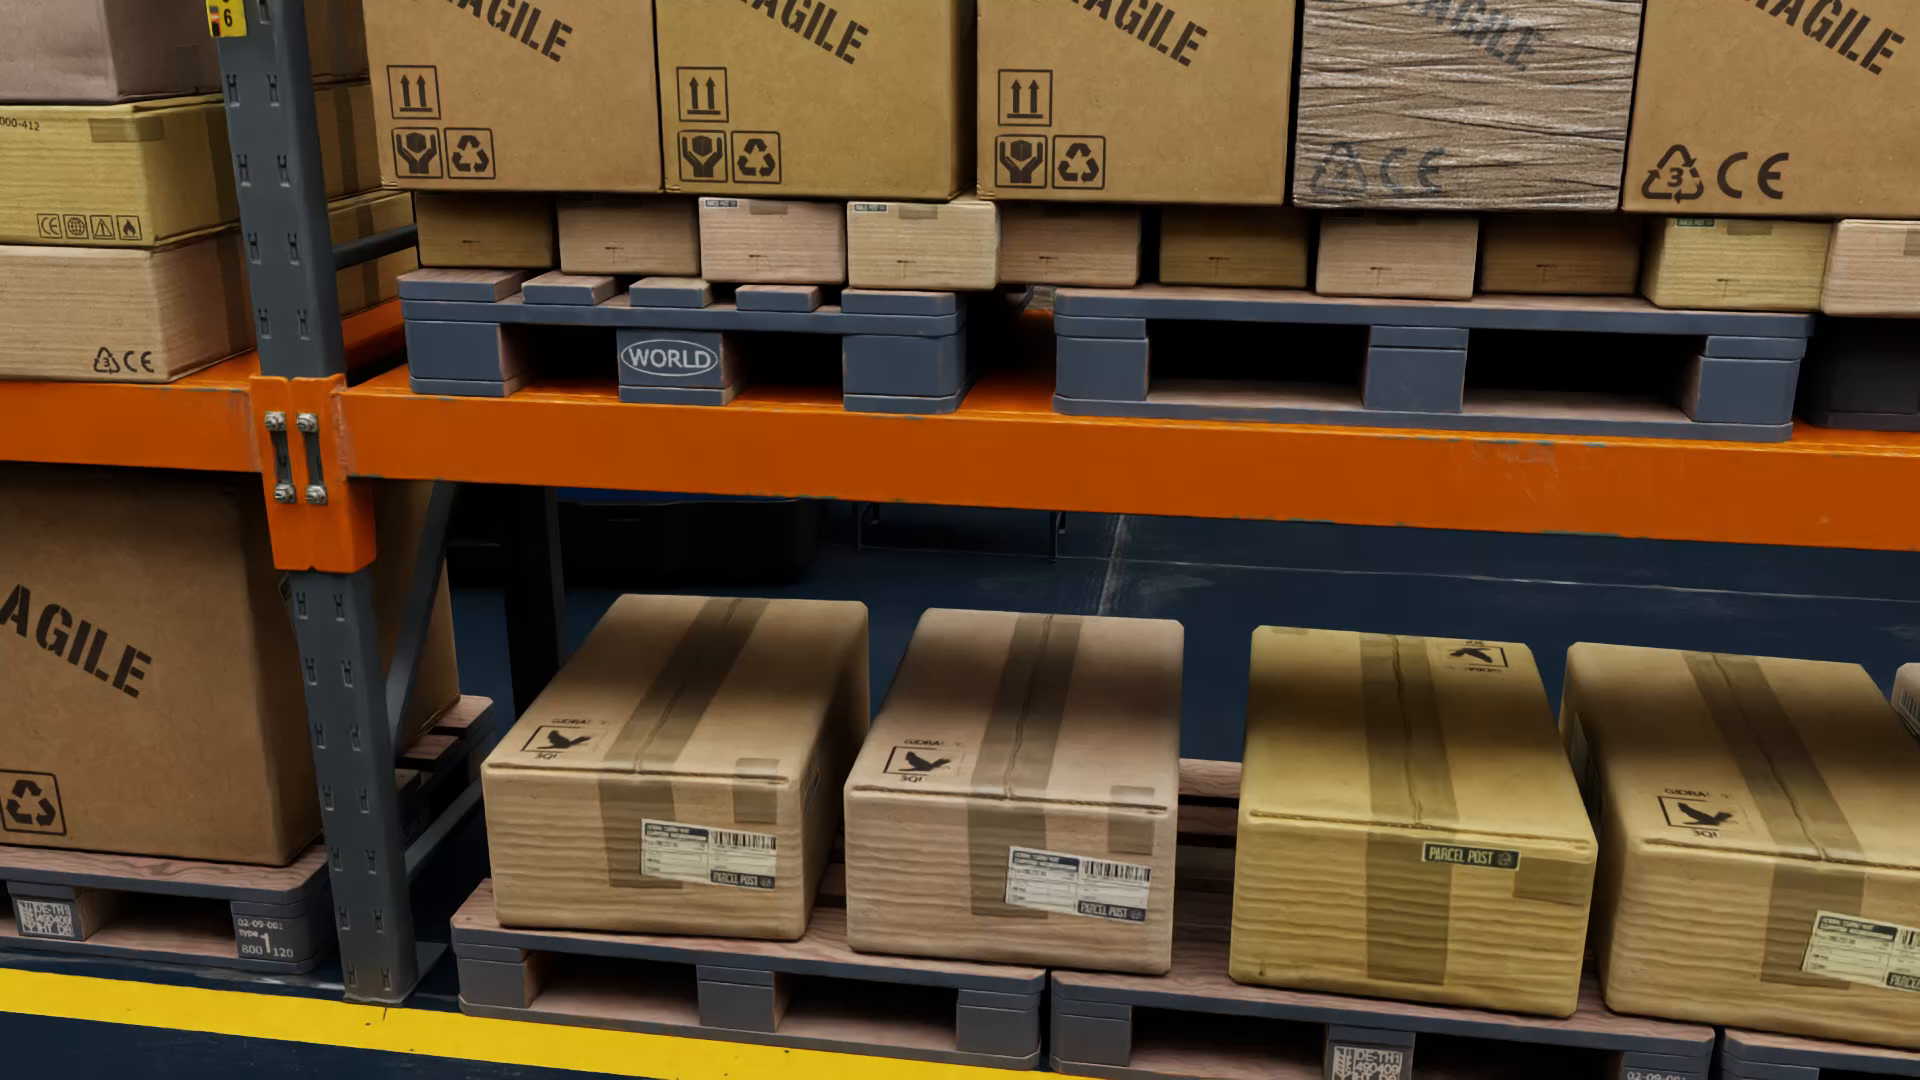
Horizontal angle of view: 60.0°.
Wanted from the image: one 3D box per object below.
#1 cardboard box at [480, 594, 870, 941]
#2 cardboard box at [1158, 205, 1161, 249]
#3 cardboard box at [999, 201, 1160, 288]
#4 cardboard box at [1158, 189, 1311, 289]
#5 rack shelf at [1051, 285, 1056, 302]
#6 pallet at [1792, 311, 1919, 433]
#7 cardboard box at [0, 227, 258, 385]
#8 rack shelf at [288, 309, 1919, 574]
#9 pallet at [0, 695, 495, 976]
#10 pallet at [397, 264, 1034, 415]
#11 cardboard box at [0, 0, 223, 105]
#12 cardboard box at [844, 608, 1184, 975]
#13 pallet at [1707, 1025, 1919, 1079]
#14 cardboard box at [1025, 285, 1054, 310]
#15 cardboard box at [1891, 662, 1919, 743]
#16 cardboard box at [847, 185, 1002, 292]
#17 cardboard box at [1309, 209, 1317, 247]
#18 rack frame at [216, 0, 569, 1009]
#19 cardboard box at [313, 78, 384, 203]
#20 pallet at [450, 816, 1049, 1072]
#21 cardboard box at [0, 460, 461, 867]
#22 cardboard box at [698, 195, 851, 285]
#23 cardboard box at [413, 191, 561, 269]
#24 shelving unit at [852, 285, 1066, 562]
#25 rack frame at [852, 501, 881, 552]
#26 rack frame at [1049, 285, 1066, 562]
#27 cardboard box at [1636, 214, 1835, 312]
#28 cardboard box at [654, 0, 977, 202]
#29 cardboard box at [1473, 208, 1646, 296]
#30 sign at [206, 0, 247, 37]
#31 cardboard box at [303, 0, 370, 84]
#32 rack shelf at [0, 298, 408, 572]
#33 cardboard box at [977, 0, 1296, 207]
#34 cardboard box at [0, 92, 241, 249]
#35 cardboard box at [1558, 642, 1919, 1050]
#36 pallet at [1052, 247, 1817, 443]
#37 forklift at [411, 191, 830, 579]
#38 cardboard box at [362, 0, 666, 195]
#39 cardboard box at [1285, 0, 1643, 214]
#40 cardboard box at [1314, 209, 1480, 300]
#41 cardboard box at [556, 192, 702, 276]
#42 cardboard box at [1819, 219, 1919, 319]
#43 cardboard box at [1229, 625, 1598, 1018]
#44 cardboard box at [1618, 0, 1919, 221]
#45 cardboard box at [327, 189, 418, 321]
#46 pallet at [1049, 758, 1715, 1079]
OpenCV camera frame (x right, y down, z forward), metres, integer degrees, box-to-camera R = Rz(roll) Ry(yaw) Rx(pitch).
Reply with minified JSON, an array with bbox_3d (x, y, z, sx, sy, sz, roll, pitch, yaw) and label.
[{"bbox_3d":[-0.576,0.461,3.678,0.625,0.372,0.950,2,19,5],"label":"cardboard box"},{"bbox_3d":[0.510,-0.689,3.368,0.250,0.149,0.380,3,19,9],"label":"cardboard box"},{"bbox_3d":[0.215,-0.562,2.990,0.250,0.149,0.380,4,19,12],"label":"cardboard box"},{"bbox_3d":[0.500,-0.560,2.984,0.250,0.149,0.380,4,19,11],"label":"cardboard box"},{"bbox_3d":[0.007,-1.081,5.940,0.720,0.370,0.431,3,19,9],"label":"rack shelf"},{"bbox_3d":[2.086,-0.409,3.102,1.213,0.211,1.003,3,19,9],"label":"pallet"},{"bbox_3d":[-1.673,-0.491,3.279,0.500,0.250,0.500,2,19,7],"label":"cardboard box"},{"bbox_3d":[0.843,-0.176,3.235,4.000,0.370,1.077,3,19,9],"label":"rack shelf"},{"bbox_3d":[-1.899,0.641,4.054,1.213,0.211,1.003,3,19,9],"label":"pallet"},{"bbox_3d":[-0.412,-0.524,3.445,1.003,0.211,1.213,3,19,9],"label":"pallet"},{"bbox_3d":[-1.684,-1.083,3.080,0.500,0.500,0.500,2,19,7],"label":"cardboard box"},{"bbox_3d":[0.154,0.495,3.575,0.625,0.372,0.950,3,19,8],"label":"cardboard box"},{"bbox_3d":[2.048,0.867,3.379,1.213,0.211,1.003,3,19,9],"label":"pallet"},{"bbox_3d":[0.265,-1.210,8.274,0.625,0.625,0.875,4,19,10],"label":"cardboard box"},{"bbox_3d":[2.299,0.605,3.247,0.625,0.372,0.950,3,19,9],"label":"cardboard box"},{"bbox_3d":[-0.036,-0.550,2.953,0.250,0.149,0.380,3,19,9],"label":"cardboard box"},{"bbox_3d":[0.771,-0.702,3.407,0.250,0.149,0.380,2,19,7],"label":"cardboard box"},{"bbox_3d":[-1.132,-0.618,3.422,0.127,3.000,1.000,3,19,9],"label":"rack frame"},{"bbox_3d":[-1.593,-0.887,3.674,0.500,0.250,0.500,3,19,8],"label":"cardboard box"},{"bbox_3d":[-0.361,0.744,3.746,1.213,0.211,1.003,3,19,9],"label":"pallet"},{"bbox_3d":[-1.801,0.130,3.874,0.875,0.875,0.875,3,19,8],"label":"cardboard box"},{"bbox_3d":[-0.304,-0.570,3.014,0.250,0.149,0.380,2,19,5],"label":"cardboard box"},{"bbox_3d":[-0.841,-0.623,3.172,0.250,0.149,0.380,2,19,5],"label":"cardboard box"},{"bbox_3d":[0.007,-0.711,6.064,0.755,1.500,0.431,3,19,9],"label":"shelving unit"},{"bbox_3d":[-0.355,-0.729,6.119,0.023,1.500,0.400,3,19,9],"label":"rack frame"},{"bbox_3d":[0.368,-0.692,6.009,0.023,1.500,0.400,3,19,9],"label":"rack frame"},{"bbox_3d":[1.260,-0.492,2.779,0.250,0.149,0.380,3,19,9],"label":"cardboard box"},{"bbox_3d":[-0.209,-0.886,2.936,0.500,0.500,0.500,4,19,11],"label":"cardboard box"},{"bbox_3d":[1.017,-0.537,2.915,0.250,0.149,0.380,2,19,7],"label":"cardboard box"},{"bbox_3d":[-1.217,-0.993,2.718,0.005,0.325,0.100,3,19,9],"label":"sign"},{"bbox_3d":[-1.580,-1.241,3.551,0.500,0.500,0.500,2,19,7],"label":"cardboard box"},{"bbox_3d":[-3.107,-0.377,3.837,4.000,0.370,1.077,3,19,9],"label":"rack shelf"},{"bbox_3d":[0.316,-0.862,2.863,0.500,0.500,0.500,3,19,10],"label":"cardboard box"},{"bbox_3d":[-1.651,-0.728,3.201,0.500,0.250,0.500,3,19,8],"label":"cardboard box"},{"bbox_3d":[1.589,0.570,3.352,0.625,0.372,0.950,4,19,12],"label":"cardboard box"},{"bbox_3d":[0.829,-0.440,3.193,1.213,0.211,1.003,3,19,9],"label":"pallet"},{"bbox_3d":[-2.031,-1.398,5.862,3.031,2.935,1.130,0,19,1],"label":"forklift"},{"bbox_3d":[-0.725,-0.910,3.008,0.500,0.500,0.500,2,19,7],"label":"cardboard box"},{"bbox_3d":[0.809,-0.834,2.780,0.500,0.500,0.500,2,19,7],"label":"cardboard box"},{"bbox_3d":[0.747,-0.527,2.884,0.250,0.149,0.380,4,19,10],"label":"cardboard box"},{"bbox_3d":[-0.567,-0.598,3.098,0.250,0.149,0.380,2,19,5],"label":"cardboard box"},{"bbox_3d":[1.496,-0.468,2.709,0.250,0.149,0.380,3,19,9],"label":"cardboard box"},{"bbox_3d":[0.902,0.535,3.455,0.625,0.372,0.950,4,19,10],"label":"cardboard box"},{"bbox_3d":[1.326,-0.808,2.702,0.500,0.500,0.500,4,19,11],"label":"cardboard box"},{"bbox_3d":[-1.575,-0.650,3.755,0.500,0.250,0.500,3,19,8],"label":"cardboard box"},{"bbox_3d":[0.840,0.807,3.560,1.213,0.211,1.003,3,19,9],"label":"pallet"}]
